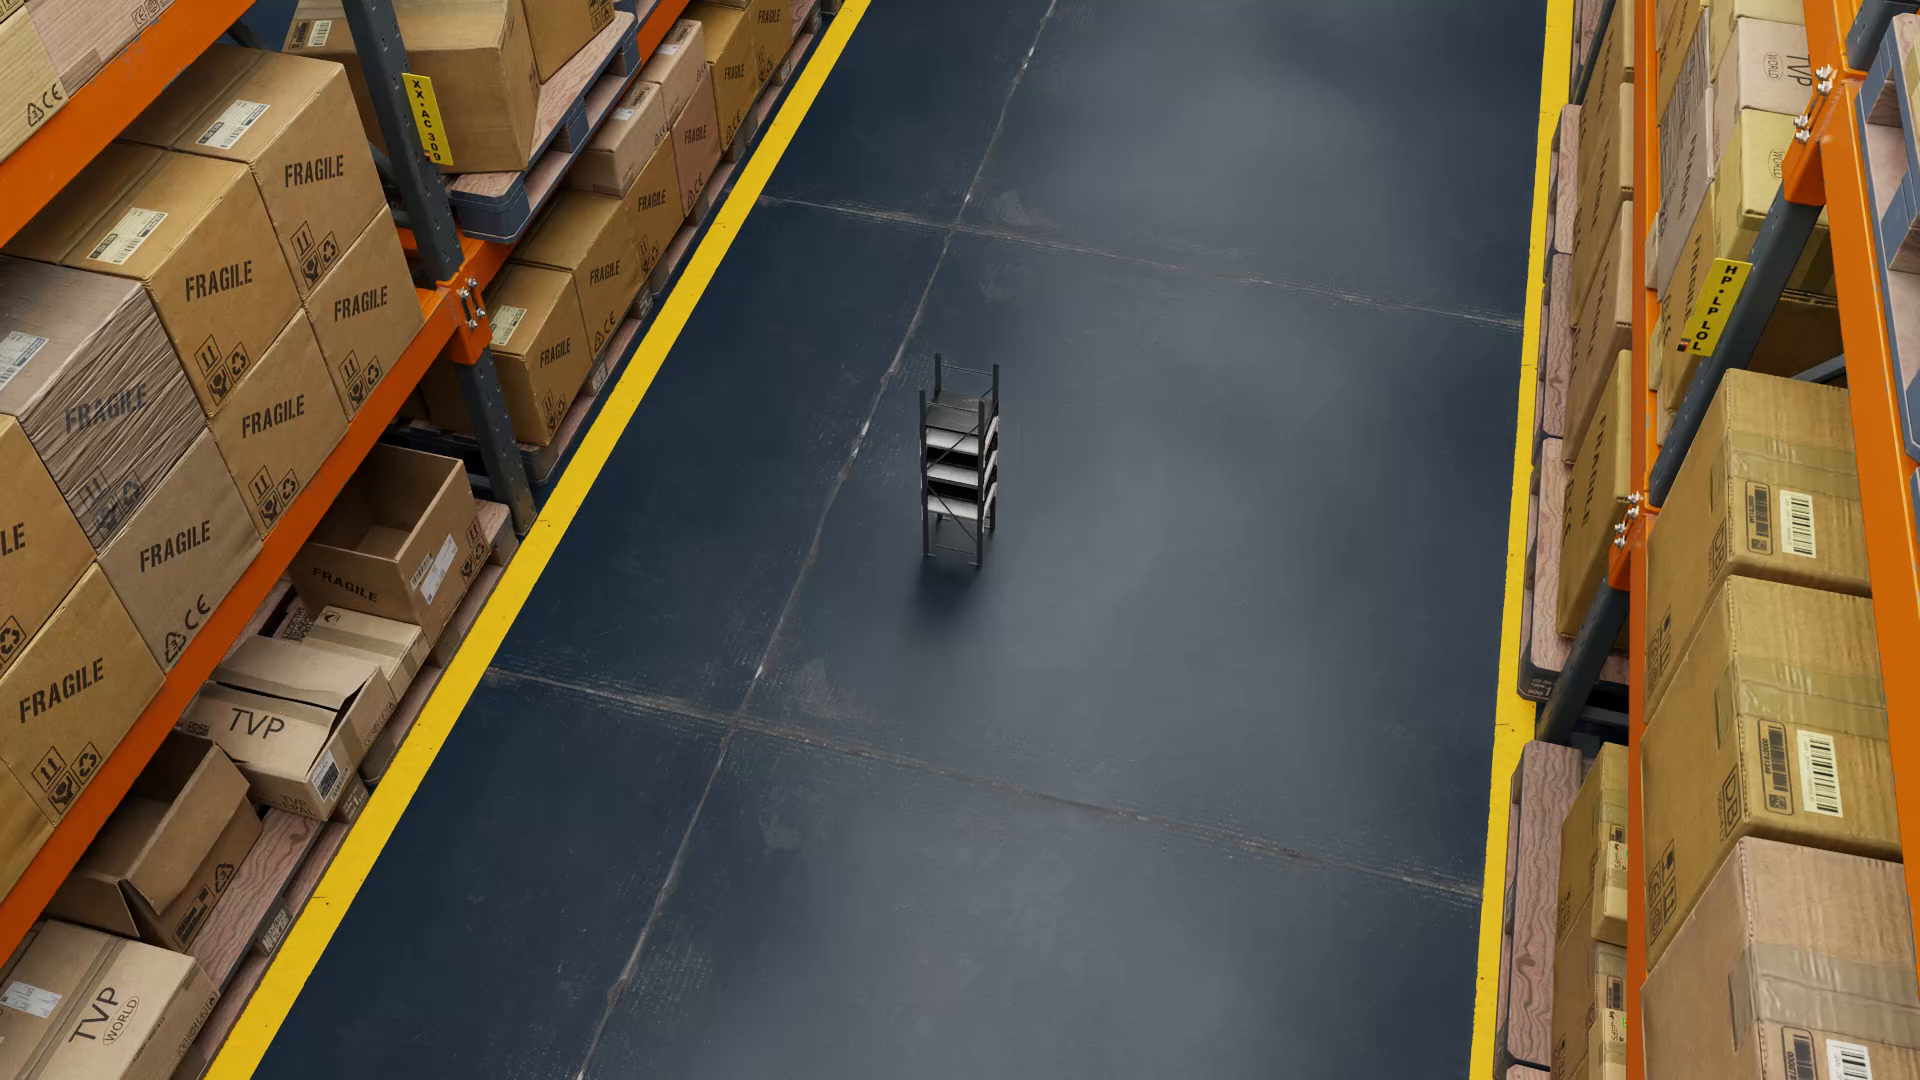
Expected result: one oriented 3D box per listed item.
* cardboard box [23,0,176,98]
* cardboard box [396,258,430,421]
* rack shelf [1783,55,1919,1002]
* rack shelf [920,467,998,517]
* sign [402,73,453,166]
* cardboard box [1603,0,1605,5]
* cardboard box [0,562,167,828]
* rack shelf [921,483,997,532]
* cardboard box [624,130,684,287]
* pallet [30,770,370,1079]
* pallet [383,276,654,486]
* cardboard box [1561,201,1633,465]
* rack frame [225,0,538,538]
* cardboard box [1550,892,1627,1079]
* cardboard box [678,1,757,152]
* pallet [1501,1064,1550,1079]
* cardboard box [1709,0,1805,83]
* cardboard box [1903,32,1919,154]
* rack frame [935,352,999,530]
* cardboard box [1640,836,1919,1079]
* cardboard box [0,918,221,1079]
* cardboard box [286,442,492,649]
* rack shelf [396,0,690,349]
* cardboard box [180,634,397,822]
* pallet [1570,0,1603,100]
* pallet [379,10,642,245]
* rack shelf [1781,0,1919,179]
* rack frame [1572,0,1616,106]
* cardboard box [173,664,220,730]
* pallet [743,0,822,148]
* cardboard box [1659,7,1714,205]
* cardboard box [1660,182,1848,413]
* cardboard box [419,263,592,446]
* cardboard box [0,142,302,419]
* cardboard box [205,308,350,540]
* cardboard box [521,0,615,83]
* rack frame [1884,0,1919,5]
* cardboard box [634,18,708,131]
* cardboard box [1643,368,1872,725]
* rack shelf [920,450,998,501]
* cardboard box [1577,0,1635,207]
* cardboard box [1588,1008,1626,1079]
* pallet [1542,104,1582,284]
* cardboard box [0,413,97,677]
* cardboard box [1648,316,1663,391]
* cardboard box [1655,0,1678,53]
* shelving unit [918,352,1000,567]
[{"bbox_3d":[-2.225,-1.323,3.935,0.500,0.250,0.500,12,50,10],"label":"cardboard box"},{"bbox_3d":[-2.358,-0.876,6.815,0.500,0.500,0.500,11,50,10],"label":"cardboard box"},{"bbox_3d":[2.042,0.523,2.686,1.077,0.370,4.000,12,50,10],"label":"rack shelf"},{"bbox_3d":[-0.002,-0.210,6.419,0.258,0.077,0.200,12,50,10],"label":"rack shelf"},{"bbox_3d":[-1.686,-1.329,5.264,0.100,0.325,0.005,12,50,10],"label":"sign"},{"bbox_3d":[3.760,-2.912,8.612,0.700,0.500,0.500,12,50,11],"label":"cardboard box"},{"bbox_3d":[-2.495,0.349,4.293,0.500,0.500,0.500,12,50,11],"label":"cardboard box"},{"bbox_3d":[-0.002,-0.151,6.486,0.258,0.077,0.200,12,50,10],"label":"rack shelf"},{"bbox_3d":[-1.581,-1.512,7.377,0.500,0.500,0.500,12,50,10],"label":"cardboard box"},{"bbox_3d":[-2.713,1.161,5.504,1.003,0.211,1.213,12,50,10],"label":"pallet"},{"bbox_3d":[-2.034,-0.817,7.249,1.003,0.211,1.213,12,50,10],"label":"pallet"},{"bbox_3d":[2.845,-0.736,6.471,0.750,0.750,0.750,13,50,11],"label":"cardboard box"},{"bbox_3d":[-2.212,-1.144,5.678,1.000,3.000,0.127,12,50,10],"label":"rack frame"},{"bbox_3d":[2.137,1.403,4.817,0.700,0.500,0.500,11,50,10],"label":"cardboard box"},{"bbox_3d":[-1.315,-2.258,8.035,0.500,0.500,0.500,10,49,9],"label":"cardboard box"},{"bbox_3d":[1.974,2.174,4.610,1.003,0.211,1.213,12,50,10],"label":"pallet"},{"bbox_3d":[2.723,-1.680,5.373,0.500,0.250,0.500,12,50,11],"label":"cardboard box"},{"bbox_3d":[2.132,-0.836,3.159,0.500,0.250,0.500,11,50,10],"label":"cardboard box"},{"bbox_3d":[0.025,-0.365,6.391,0.240,0.900,0.006,12,50,10],"label":"rack frame"},{"bbox_3d":[2.030,1.176,3.430,0.980,0.700,0.700,9,49,8],"label":"cardboard box"},{"bbox_3d":[-2.585,1.453,4.926,0.500,0.250,0.500,12,50,10],"label":"cardboard box"},{"bbox_3d":[-2.088,0.006,6.037,0.500,0.500,0.500,12,50,10],"label":"cardboard box"},{"bbox_3d":[-1.685,-2.352,7.224,1.077,0.370,4.000,12,50,10],"label":"rack shelf"},{"bbox_3d":[-2.285,0.611,5.629,0.500,0.311,0.500,12,50,10],"label":"cardboard box"},{"bbox_3d":[3.828,-2.704,8.915,1.003,0.211,1.213,12,50,10],"label":"pallet"},{"bbox_3d":[-1.896,-1.637,6.241,1.003,0.211,1.213,12,50,10],"label":"pallet"},{"bbox_3d":[3.095,-2.370,5.239,1.077,0.370,4.000,12,50,10],"label":"rack shelf"},{"bbox_3d":[3.621,-3.062,7.371,1.000,3.000,0.127,12,50,10],"label":"rack frame"},{"bbox_3d":[-2.749,0.537,5.791,0.380,0.166,0.250,12,50,10],"label":"cardboard box"},{"bbox_3d":[-1.392,-2.582,8.807,1.003,0.211,1.213,12,50,10],"label":"pallet"},{"bbox_3d":[2.712,-1.423,5.646,0.500,0.500,0.500,12,50,10],"label":"cardboard box"},{"bbox_3d":[2.447,-0.691,4.999,0.500,0.500,0.500,11,49,9],"label":"cardboard box"},{"bbox_3d":[-1.849,-0.764,6.716,0.500,0.500,0.500,10,49,8],"label":"cardboard box"},{"bbox_3d":[-2.227,-0.720,4.570,0.500,0.500,0.500,11,49,9],"label":"cardboard box"},{"bbox_3d":[-2.230,-0.392,4.947,0.500,0.500,0.500,13,50,11],"label":"cardboard box"},{"bbox_3d":[-1.751,-2.124,6.196,0.700,0.500,0.500,19,51,16],"label":"cardboard box"},{"bbox_3d":[2.568,-2.154,2.568,1.000,3.000,0.127,12,50,10],"label":"rack frame"},{"bbox_3d":[-1.455,-2.098,7.394,0.500,0.250,0.500,11,49,9],"label":"cardboard box"},{"bbox_3d":[2.410,0.121,4.361,0.980,0.700,0.700,12,50,11],"label":"cardboard box"},{"bbox_3d":[-0.002,-0.270,6.351,0.258,0.077,0.200,12,50,10],"label":"rack shelf"},{"bbox_3d":[3.301,-1.984,7.573,0.750,0.750,0.750,11,49,10],"label":"cardboard box"},{"bbox_3d":[1.869,1.415,4.374,0.380,0.149,0.250,10,49,9],"label":"cardboard box"},{"bbox_3d":[3.341,-1.584,7.926,1.003,0.211,1.213,12,50,10],"label":"pallet"},{"bbox_3d":[-2.494,0.008,3.927,0.500,0.500,0.500,11,50,10],"label":"cardboard box"},{"bbox_3d":[2.428,-0.580,5.334,0.380,0.149,0.250,12,50,11],"label":"cardboard box"},{"bbox_3d":[2.968,-2.164,6.300,0.500,0.500,0.500,11,50,10],"label":"cardboard box"},{"bbox_3d":[-0.002,-0.292,6.326,0.258,0.900,0.210,12,50,10],"label":"shelving unit"}]
